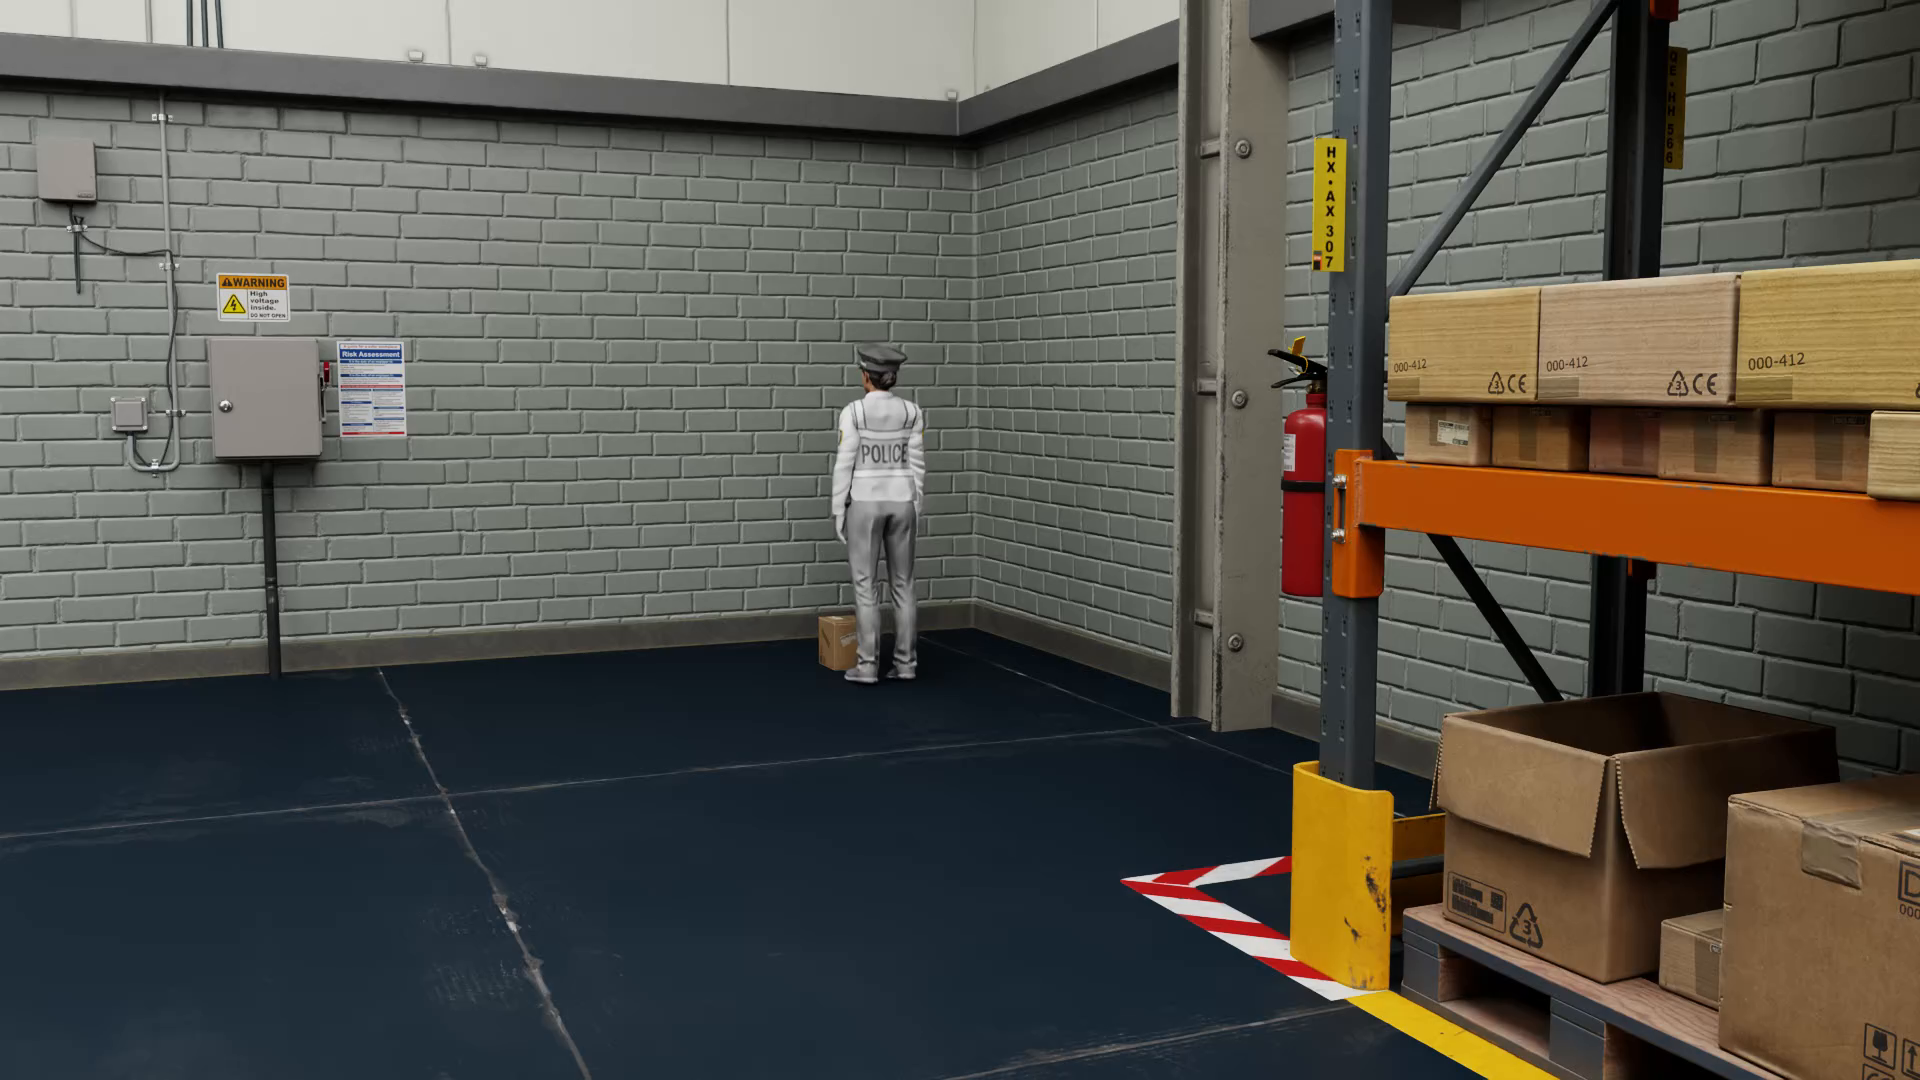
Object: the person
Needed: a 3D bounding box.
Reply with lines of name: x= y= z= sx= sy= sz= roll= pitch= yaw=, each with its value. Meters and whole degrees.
person: x=-0.411 y=-0.122 z=8.261 sx=0.473 sy=1.708 sz=0.337 roll=-2 pitch=6 yaw=-23
